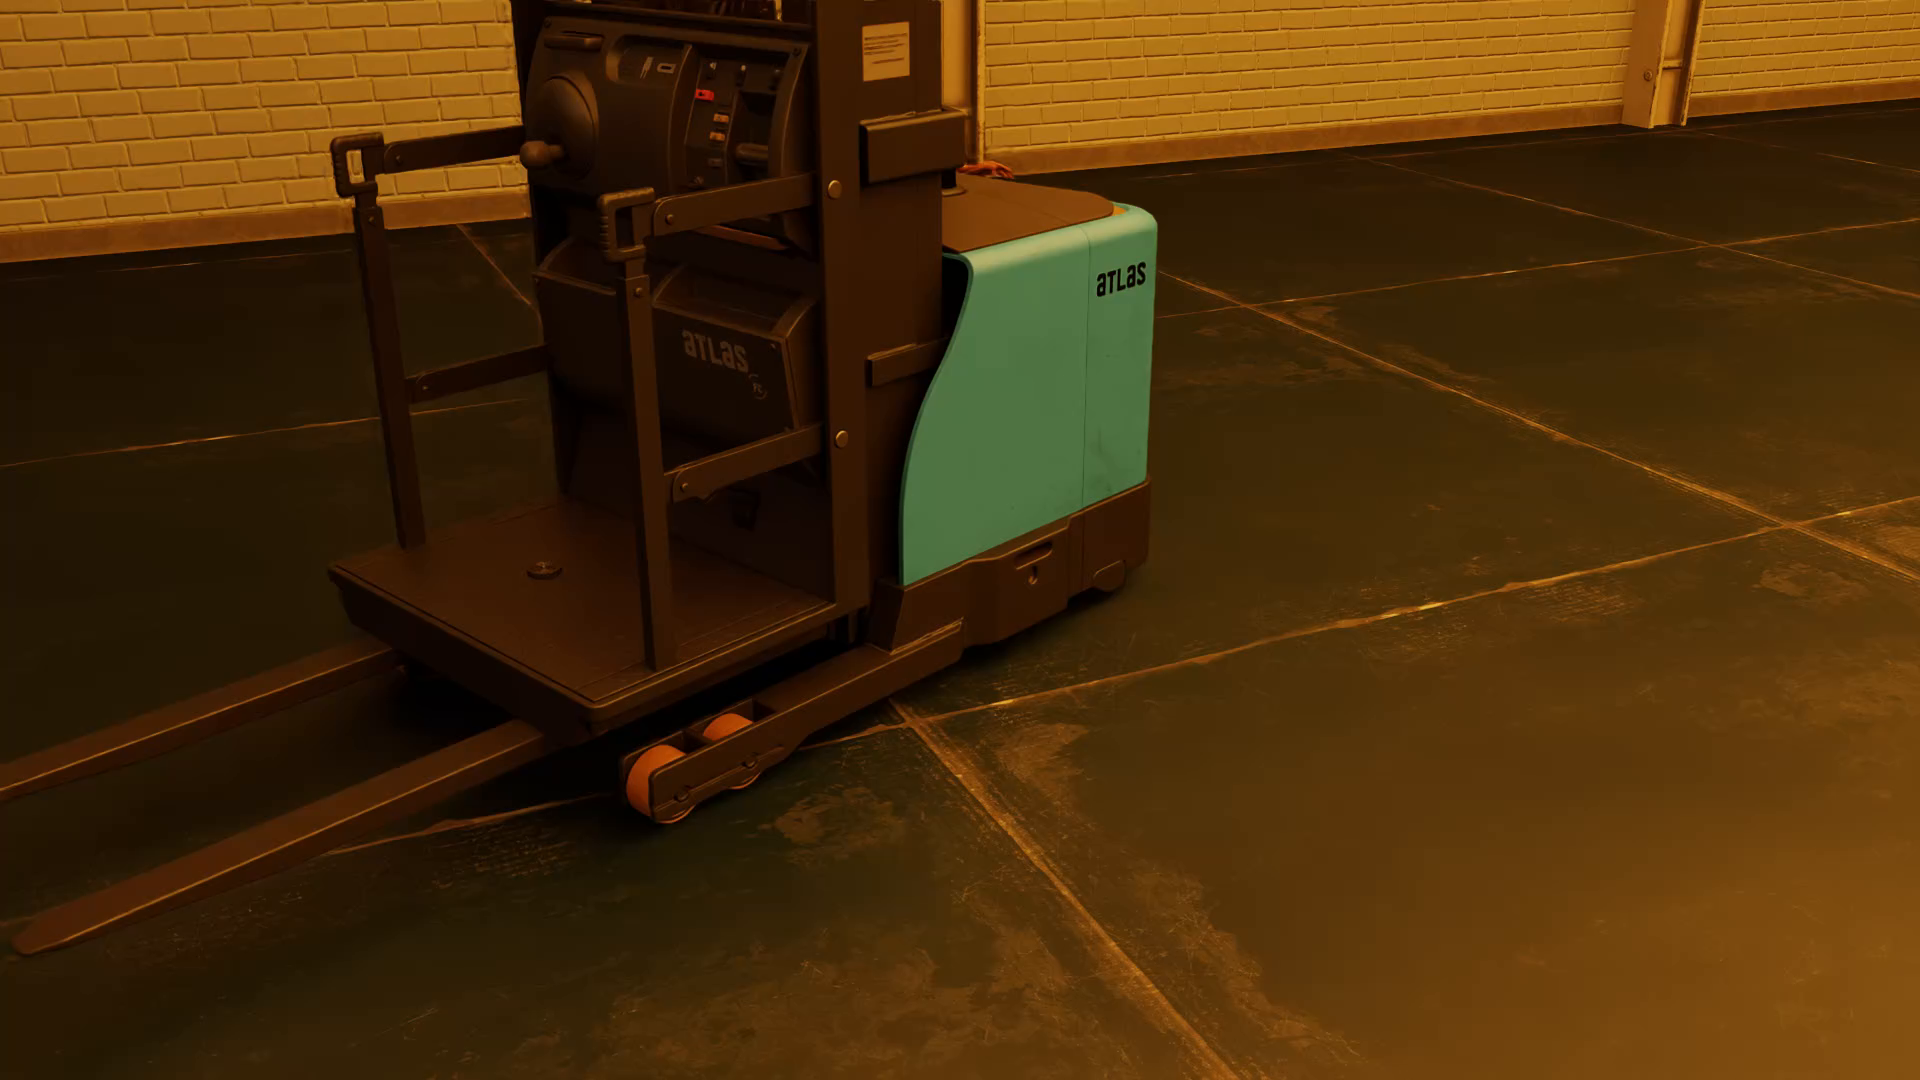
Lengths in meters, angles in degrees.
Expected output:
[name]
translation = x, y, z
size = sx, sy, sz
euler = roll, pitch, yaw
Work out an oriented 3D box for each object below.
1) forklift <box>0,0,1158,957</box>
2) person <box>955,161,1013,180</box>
[forklift]
translation = -0.819, -0.957, 3.589
size = 1.130, 2.935, 3.031
euler = 19, 29, 38
[person]
translation = -0.190, -0.903, 5.386
size = 0.822, 1.440, 0.886
euler = 4, 23, 10
